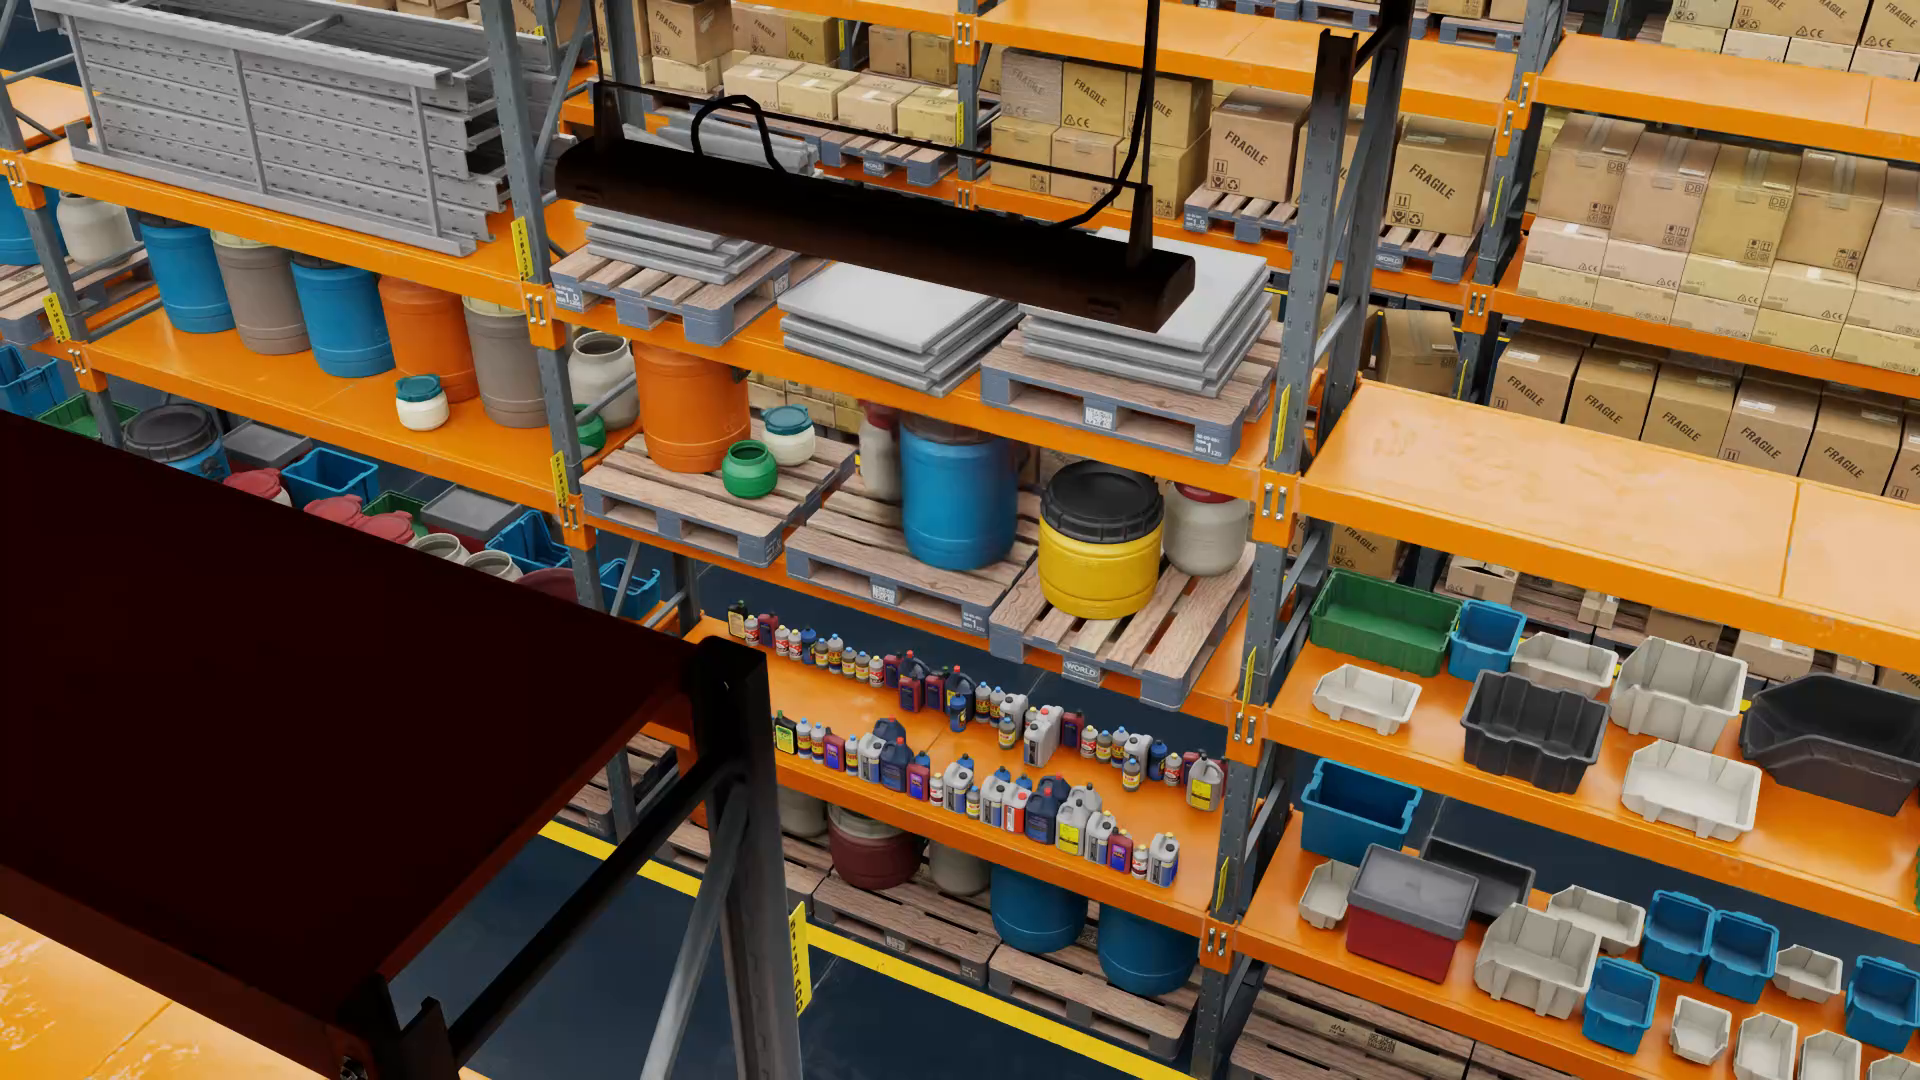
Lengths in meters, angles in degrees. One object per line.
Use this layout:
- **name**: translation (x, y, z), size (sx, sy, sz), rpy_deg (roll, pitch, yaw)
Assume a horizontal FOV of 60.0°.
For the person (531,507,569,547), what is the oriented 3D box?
- **person**: translation (-2.988, -0.186, 12.715), size (0.548, 1.662, 0.530), rpy_deg (7, 36, 10)
